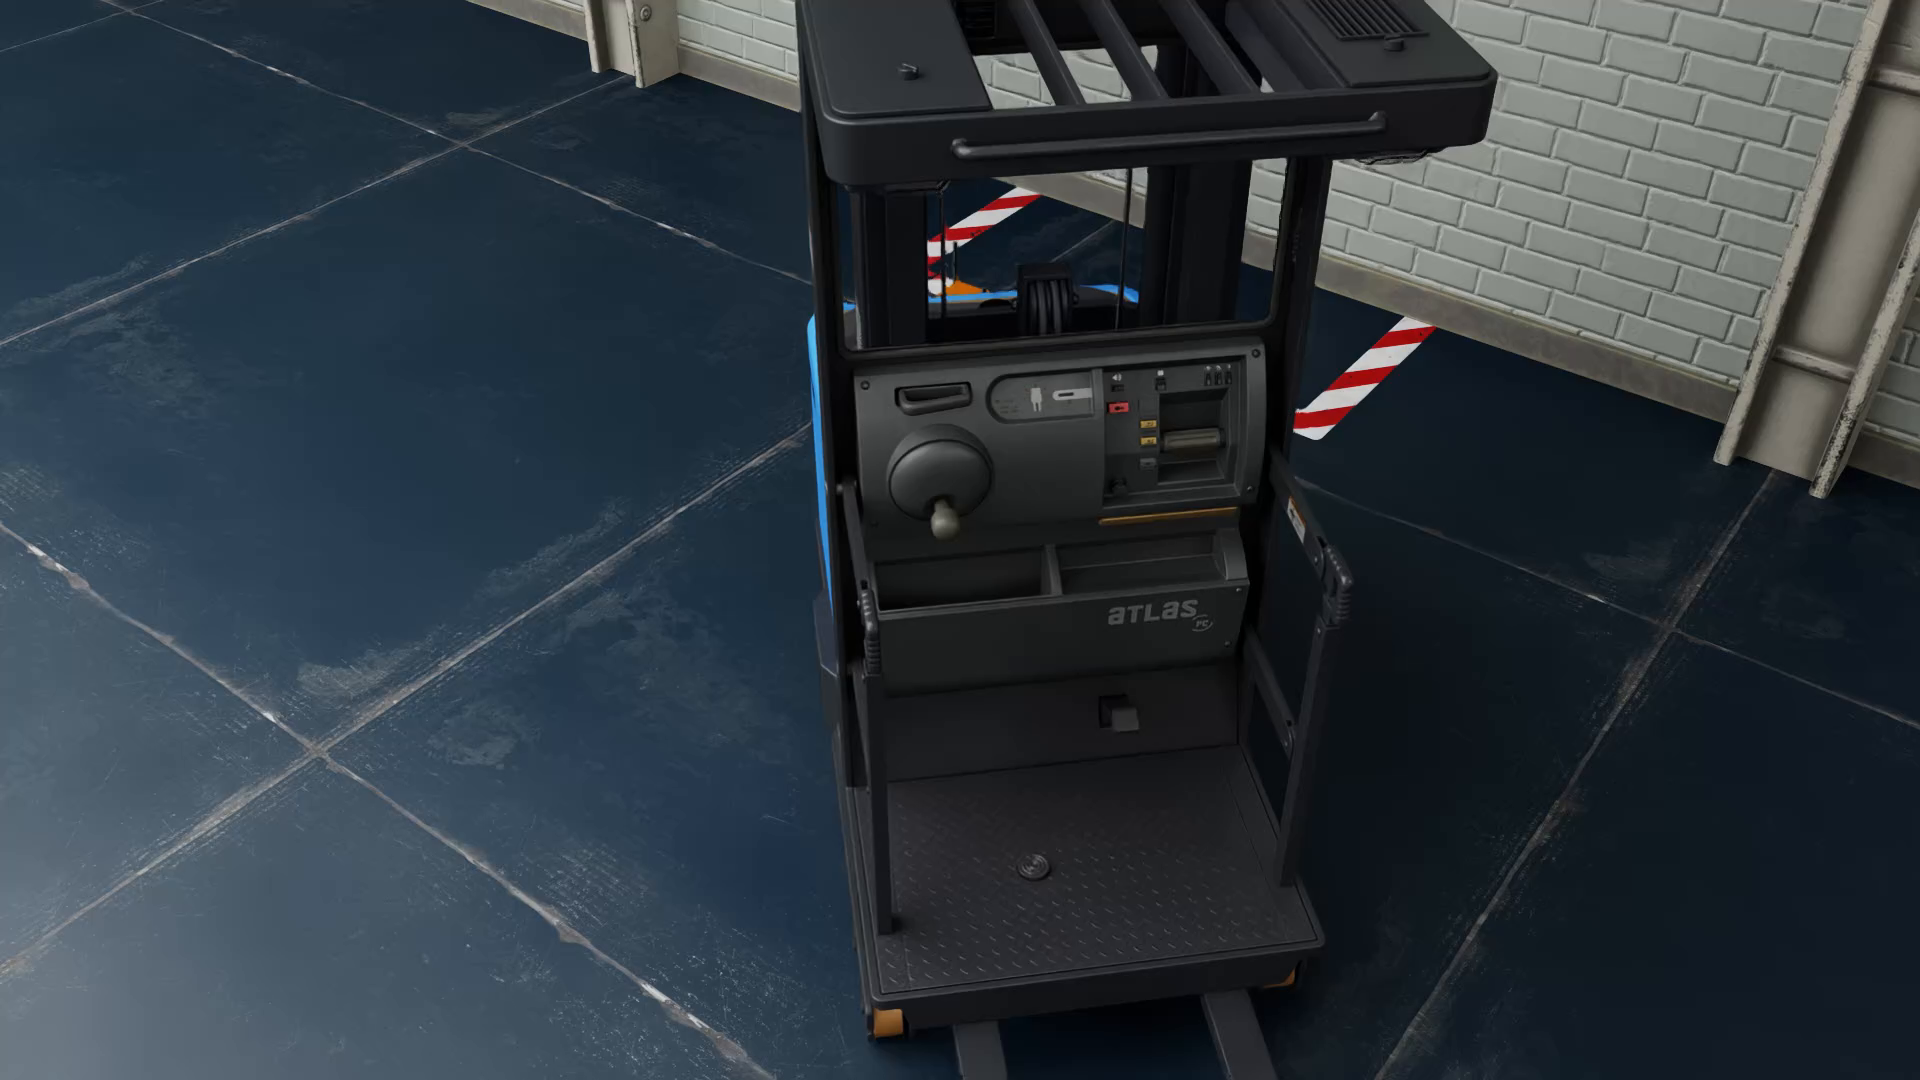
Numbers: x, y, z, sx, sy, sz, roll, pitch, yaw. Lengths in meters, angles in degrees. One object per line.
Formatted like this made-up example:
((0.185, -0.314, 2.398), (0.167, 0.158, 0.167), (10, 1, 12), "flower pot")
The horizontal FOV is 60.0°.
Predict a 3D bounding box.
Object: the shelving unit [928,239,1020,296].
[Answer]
((0.027, -0.445, 5.466), (0.252, 1.050, 0.215), (24, 44, 28), "shelving unit")

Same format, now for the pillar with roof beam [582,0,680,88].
((-4.359, -3.976, 3.529), (0.400, 9.000, 9.100), (25, 45, 29), "pillar with roof beam")

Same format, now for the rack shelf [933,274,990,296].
((0.027, -0.660, 5.298), (0.240, 0.259, 0.215), (24, 44, 28), "rack shelf")

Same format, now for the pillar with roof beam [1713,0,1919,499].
((0.407, -1.729, 0.658), (0.400, 9.000, 9.100), (25, 45, 29), "pillar with roof beam")

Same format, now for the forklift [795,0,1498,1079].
((0.266, -0.152, 3.566), (1.130, 2.935, 3.031), (-5, 38, -7), "forklift")

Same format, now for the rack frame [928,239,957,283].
((-0.072, -0.489, 5.523), (0.008, 1.050, 0.200), (24, 44, 28), "rack frame")

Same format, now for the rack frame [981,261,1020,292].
((0.125, -0.400, 5.410), (0.008, 1.050, 0.200), (24, 44, 28), "rack frame")
